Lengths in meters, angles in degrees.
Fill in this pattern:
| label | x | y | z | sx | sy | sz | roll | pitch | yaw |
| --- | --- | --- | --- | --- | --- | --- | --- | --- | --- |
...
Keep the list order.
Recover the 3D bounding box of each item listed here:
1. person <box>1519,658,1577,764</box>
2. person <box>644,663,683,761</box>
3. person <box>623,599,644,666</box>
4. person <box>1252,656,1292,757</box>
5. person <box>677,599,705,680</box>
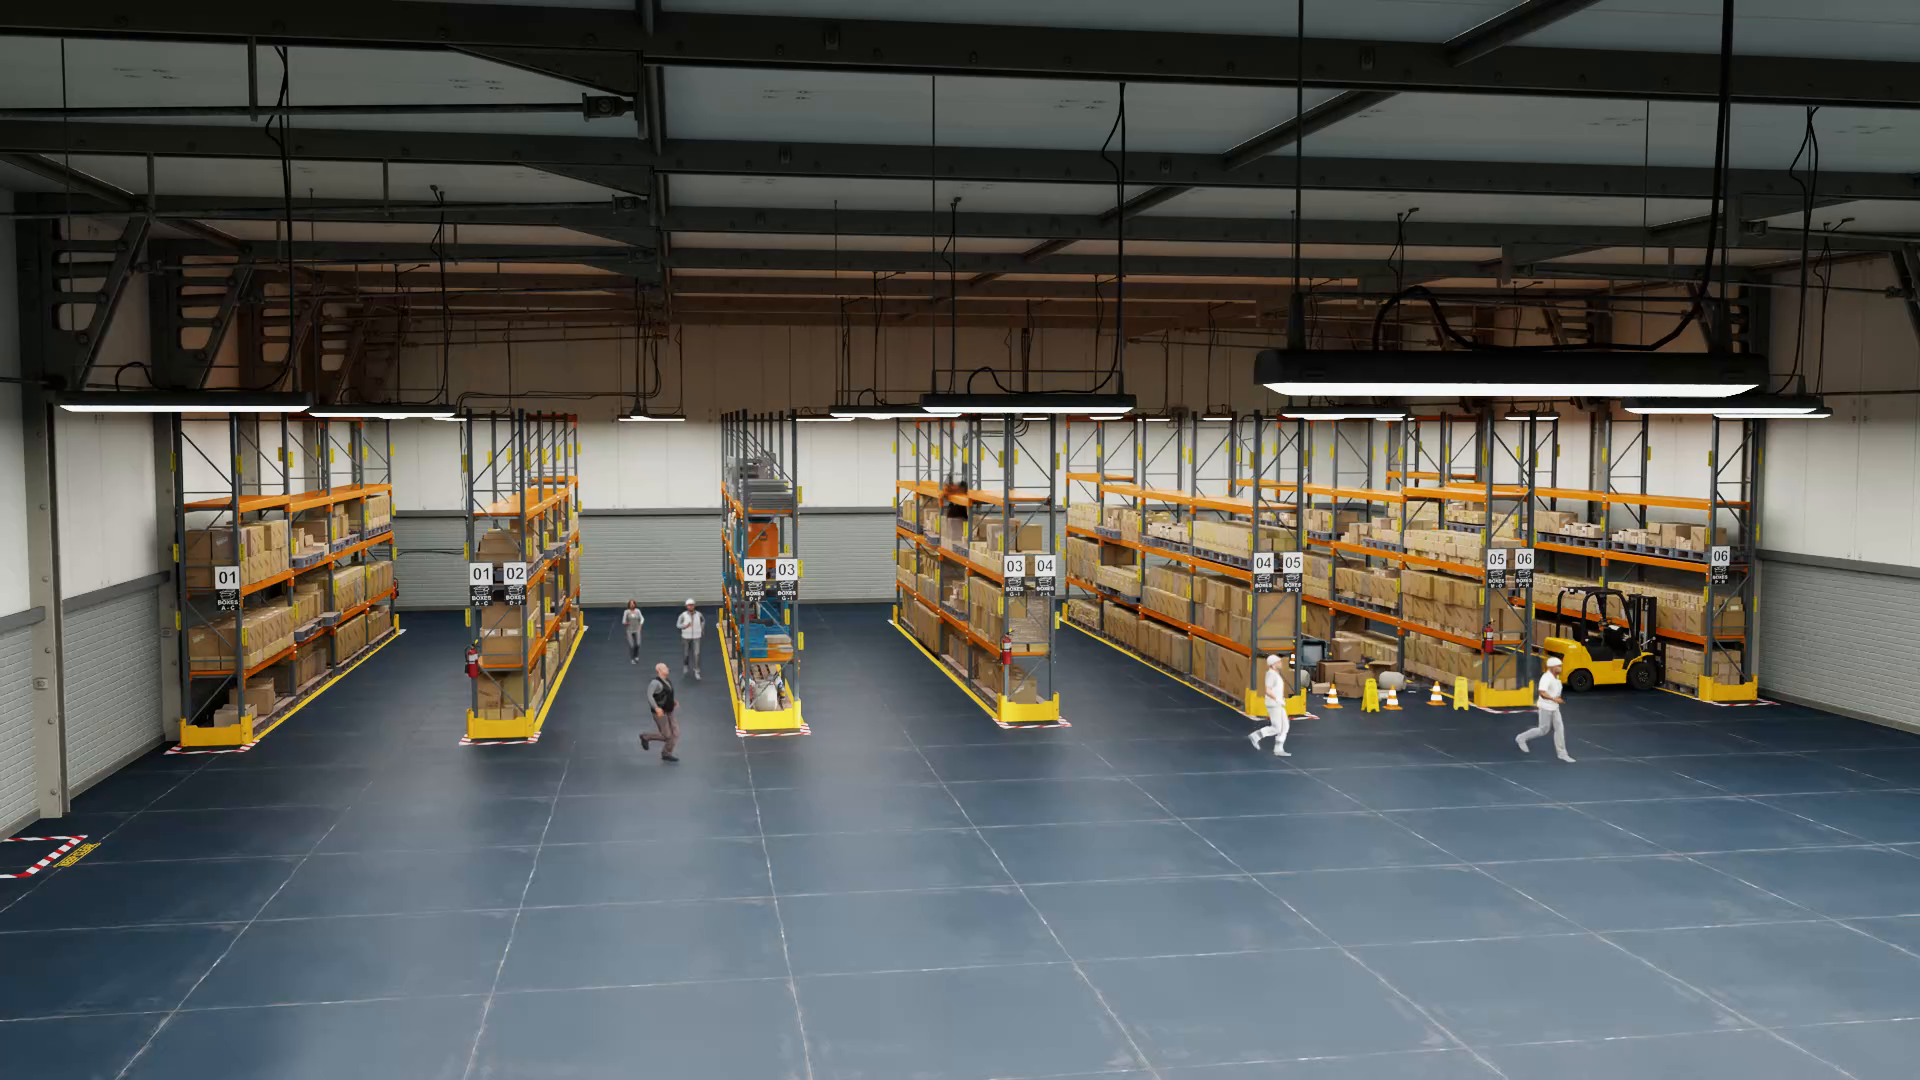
| label | x | y | z | sx | sy | sz | roll | pitch | yaw |
| --- | --- | --- | --- | --- | --- | --- | --- | --- | --- |
| person | 10.033 | 2.878 | 28.290 | 0.976 | 1.755 | 0.725 | 3 | 5 | 36 |
| person | -5.032 | 2.925 | 28.256 | 0.601 | 1.682 | 0.686 | 1 | 4 | 20 |
| person | -7.702 | 2.187 | 39.281 | 0.519 | 1.582 | 0.615 | -1 | 4 | -16 |
| person | 5.389 | 2.858 | 28.670 | 0.665 | 1.742 | 0.651 | 1 | 4 | 19 |
| person | -6.034 | 2.211 | 37.416 | 0.665 | 1.756 | 0.951 | -1 | 4 | -16 |
